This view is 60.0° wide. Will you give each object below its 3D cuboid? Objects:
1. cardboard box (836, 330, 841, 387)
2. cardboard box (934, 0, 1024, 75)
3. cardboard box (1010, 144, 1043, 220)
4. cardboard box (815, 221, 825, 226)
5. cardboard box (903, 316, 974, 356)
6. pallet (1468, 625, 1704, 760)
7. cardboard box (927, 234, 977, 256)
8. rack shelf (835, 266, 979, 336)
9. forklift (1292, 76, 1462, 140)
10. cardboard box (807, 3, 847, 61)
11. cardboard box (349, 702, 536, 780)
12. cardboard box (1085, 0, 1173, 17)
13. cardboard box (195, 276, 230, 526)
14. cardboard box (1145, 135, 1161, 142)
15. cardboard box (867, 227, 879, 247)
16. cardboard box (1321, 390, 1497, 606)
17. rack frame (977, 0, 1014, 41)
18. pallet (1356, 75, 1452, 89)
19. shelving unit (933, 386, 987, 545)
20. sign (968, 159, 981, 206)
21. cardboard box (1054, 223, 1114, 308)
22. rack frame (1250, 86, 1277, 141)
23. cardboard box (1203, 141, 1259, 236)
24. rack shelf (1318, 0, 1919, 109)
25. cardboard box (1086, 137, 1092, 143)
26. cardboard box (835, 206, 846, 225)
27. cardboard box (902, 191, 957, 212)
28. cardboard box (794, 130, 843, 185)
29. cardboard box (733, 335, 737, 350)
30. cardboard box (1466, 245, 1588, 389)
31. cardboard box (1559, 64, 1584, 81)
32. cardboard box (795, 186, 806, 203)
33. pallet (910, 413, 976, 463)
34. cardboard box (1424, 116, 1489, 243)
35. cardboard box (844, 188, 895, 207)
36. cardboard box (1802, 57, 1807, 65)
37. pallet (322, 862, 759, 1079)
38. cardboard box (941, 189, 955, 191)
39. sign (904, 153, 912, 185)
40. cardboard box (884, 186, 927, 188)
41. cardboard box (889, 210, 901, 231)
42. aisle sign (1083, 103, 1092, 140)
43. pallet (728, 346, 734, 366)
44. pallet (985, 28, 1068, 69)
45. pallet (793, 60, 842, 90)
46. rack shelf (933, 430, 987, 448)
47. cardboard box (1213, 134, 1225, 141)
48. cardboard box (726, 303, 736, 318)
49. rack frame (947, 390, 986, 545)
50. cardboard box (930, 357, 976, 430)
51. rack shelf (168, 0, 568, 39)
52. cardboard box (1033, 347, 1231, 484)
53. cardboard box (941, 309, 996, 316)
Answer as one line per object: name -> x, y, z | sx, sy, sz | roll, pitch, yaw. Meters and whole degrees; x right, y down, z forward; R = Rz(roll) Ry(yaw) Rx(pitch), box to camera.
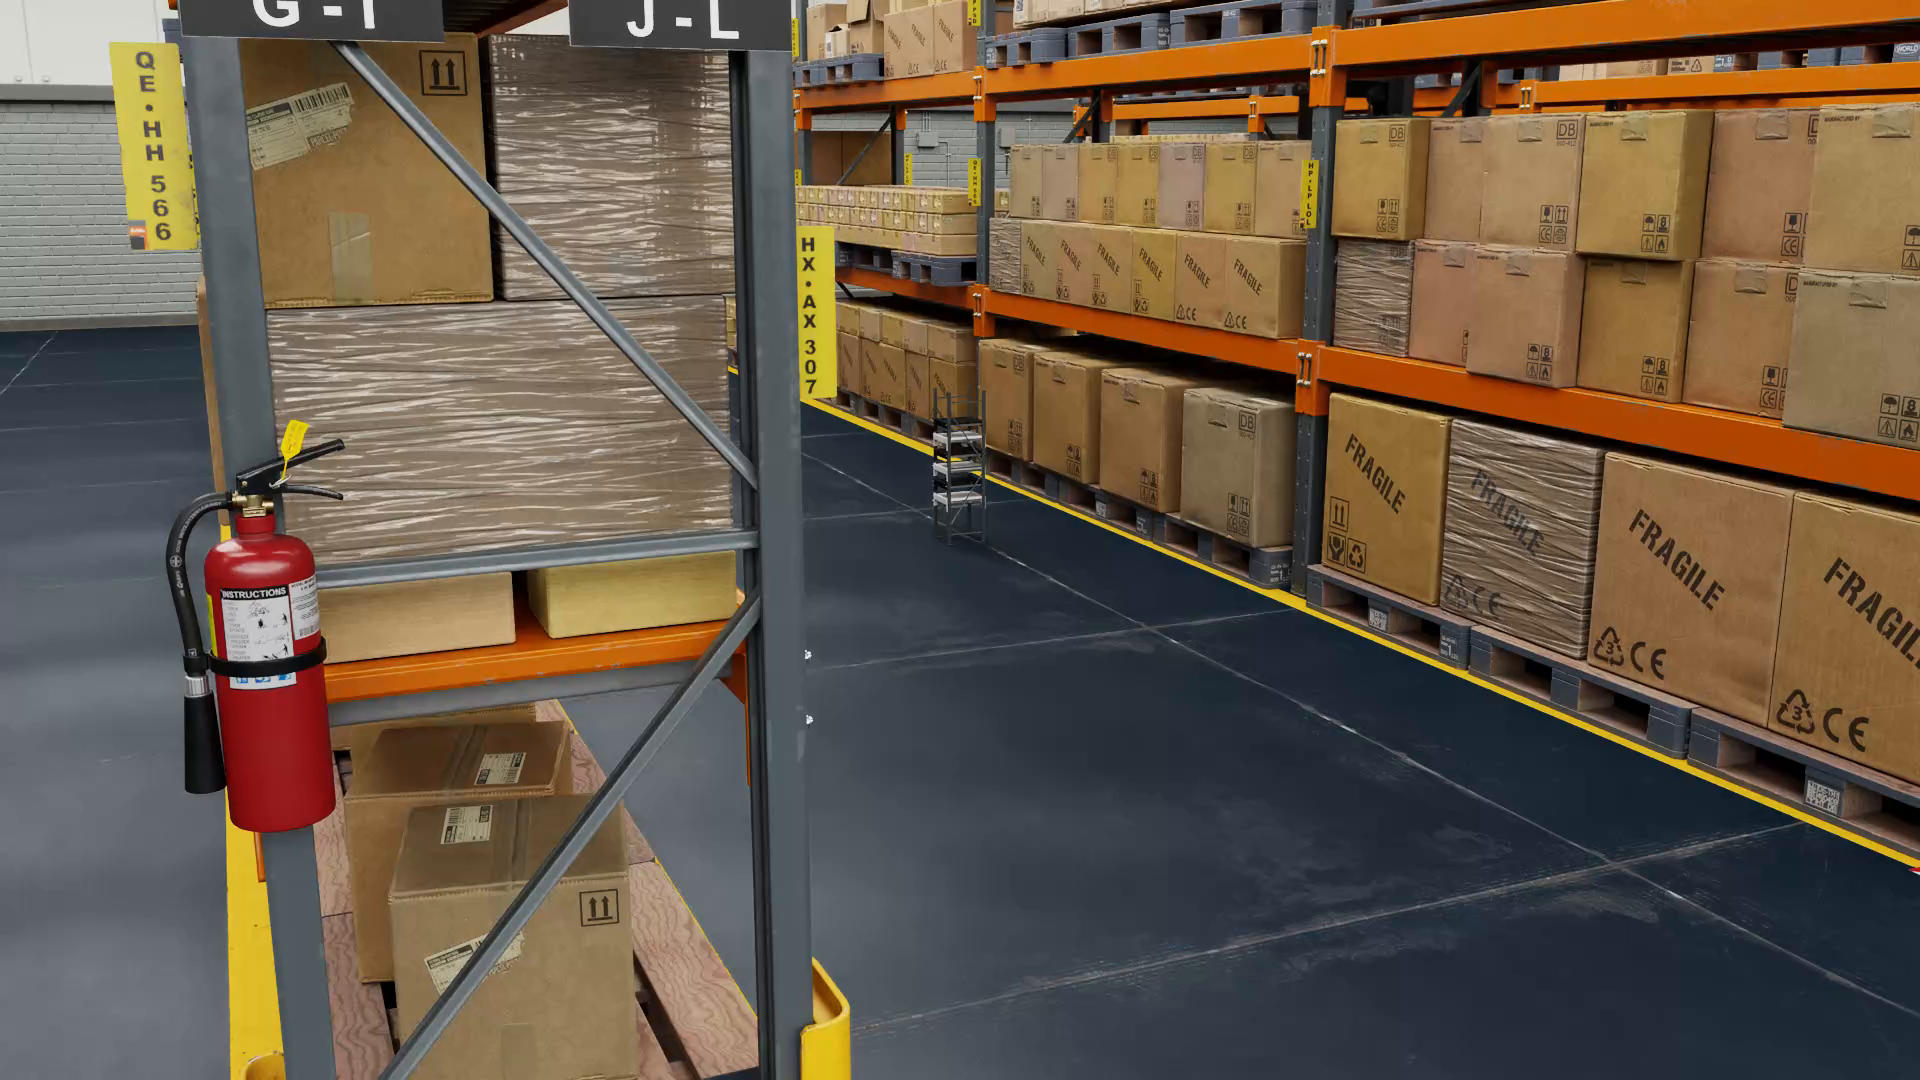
cardboard box -> -0.951, -1.677, 15.074 | 0.500, 0.500, 0.500 | -5, 14, -21
cardboard box -> 0.137, -3.645, 12.093 | 0.500, 0.500, 0.500 | -6, 14, -23
cardboard box -> 0.769, -2.482, 11.504 | 0.700, 0.500, 0.500 | -6, 14, -23
cardboard box -> -1.054, -2.717, 14.583 | 0.380, 0.149, 0.250 | -6, 14, -23
cardboard box -> -0.128, -1.613, 13.137 | 0.500, 0.250, 0.500 | -5, 14, -22
pallet -> 2.927, 0.561, 6.976 | 1.003, 0.211, 1.213 | -6, 14, -23
cardboard box -> -0.020, -2.183, 12.274 | 0.380, 0.149, 0.250 | -5, 14, -22
rack shelf -> -0.202, -2.103, 13.899 | 1.077, 0.370, 4.000 | -6, 14, -23
forklift -> 3.264, -2.095, 12.423 | 1.130, 2.935, 3.031 | -7, 15, -29
cardboard box -> -0.953, -4.493, 14.825 | 0.700, 0.500, 0.500 | -6, 14, -23
cardboard box -> -1.521, 0.671, 4.930 | 0.500, 0.500, 0.500 | -4, 14, -18
cardboard box -> 1.094, -3.332, 10.008 | 0.500, 0.311, 0.500 | -6, 14, -24
cardboard box -> -1.287, -0.362, 3.902 | 0.875, 0.500, 0.500 | -6, 14, -23
cardboard box -> 2.360, -4.590, 19.173 | 0.380, 0.149, 0.250 | -6, 14, -24
cardboard box -> -0.529, -2.448, 13.421 | 0.380, 0.149, 0.250 | -5, 14, -21
cardboard box -> 2.389, -0.247, 8.065 | 0.875, 0.875, 0.875 | -5, 14, -22
rack frame -> 0.599, -4.963, 11.356 | 1.000, 3.000, 0.127 | -6, 14, -23
pallet -> 4.337, -4.236, 15.289 | 1.003, 0.211, 1.213 | -5, 14, -20
shelving unit -> -0.003, -0.440, 9.776 | 0.258, 0.900, 0.210 | -6, 14, -23
sign -> 0.105, -2.515, 11.690 | 0.100, 0.325, 0.005 | -6, 14, -23
cardboard box -> 0.939, -1.763, 10.612 | 0.500, 0.500, 0.500 | -6, 14, -23
rack frame -> 3.492, -3.335, 17.625 | 1.000, 3.000, 0.127 | -6, 14, -23
cardboard box -> 1.789, -1.958, 9.237 | 0.700, 0.500, 0.500 | -6, 14, -24
rack shelf -> 3.002, -1.911, 6.419 | 1.077, 0.370, 4.000 | -6, 14, -23
cardboard box -> 1.778, -4.914, 20.574 | 0.380, 0.149, 0.250 | -5, 14, -22
cardboard box -> -0.843, -2.755, 14.087 | 0.380, 0.149, 0.250 | -5, 14, -21
cardboard box -> -0.221, -2.578, 12.664 | 0.380, 0.149, 0.250 | -5, 14, -21
cardboard box -> -1.440, -3.620, 15.759 | 0.500, 0.500, 0.500 | -6, 14, -25
cardboard box -> -2.192, -2.108, 17.717 | 0.380, 0.149, 0.250 | -6, 14, -26
cardboard box -> 2.709, -0.978, 7.110 | 0.875, 0.550, 0.550 | -6, 14, -23
cardboard box -> 5.064, -3.767, 13.397 | 0.380, 0.149, 0.250 | -6, 14, -23
cardboard box -> -1.267, -3.116, 14.986 | 0.380, 0.149, 0.250 | -5, 14, -20
pallet -> 0.287, -0.843, 13.045 | 1.003, 0.211, 1.213 | -6, 14, -23
cardboard box -> 2.644, -1.630, 7.535 | 0.875, 0.550, 0.550 | -6, 14, -23
cardboard box -> -0.748, -2.849, 13.832 | 0.380, 0.149, 0.250 | -5, 14, -21
cardboard box -> 8.786, -4.859, 17.010 | 0.380, 0.149, 0.250 | -5, 14, -21
pallet -> -1.105, 1.212, 4.167 | 1.003, 0.211, 1.213 | -6, 14, -23
cardboard box -> 0.063, -2.797, 13.607 | 0.380, 0.149, 0.250 | -5, 14, -21
sign -> -0.496, -3.481, 15.692 | 0.100, 0.325, 0.005 | -6, 14, -23
cardboard box -> -0.454, -3.064, 14.764 | 0.380, 0.149, 0.250 | -6, 14, -25
cardboard box -> -0.332, -2.489, 12.938 | 0.380, 0.149, 0.250 | -6, 14, -23
aisle sign -> 1.595, -5.416, 20.854 | 0.394, 0.787, 0.004 | -6, 14, -23
pallet -> -2.282, -2.148, 18.681 | 1.003, 0.211, 1.213 | -6, 14, -23
pallet -> 0.905, -3.281, 11.161 | 1.213, 0.211, 1.003 | -5, 14, -20
pallet -> -0.854, -4.099, 14.693 | 1.213, 0.211, 1.003 | -6, 14, -23
rack shelf -> -0.003, -0.583, 9.743 | 0.258, 0.077, 0.200 | -6, 14, -23
cardboard box -> 2.979, -4.338, 18.083 | 0.380, 0.149, 0.250 | -6, 14, -23
cardboard box -> -2.328, -2.506, 18.117 | 0.380, 0.149, 0.250 | -6, 14, -26
rack frame -> 0.037, -0.419, 9.685 | 0.240, 0.900, 0.006 | -6, 14, -23
cardboard box -> 0.096, -1.139, 12.752 | 0.500, 0.500, 0.500 | -6, 14, -23
rack shelf -> -1.583, -1.484, 4.574 | 1.077, 0.370, 4.000 | -6, 14, -23
cardboard box -> 1.114, -0.834, 10.881 | 1.050, 0.750, 0.750 | -5, 14, -22
cardboard box -> 0.155, -1.765, 13.792 | 0.500, 0.250, 0.500 | -6, 14, -23
